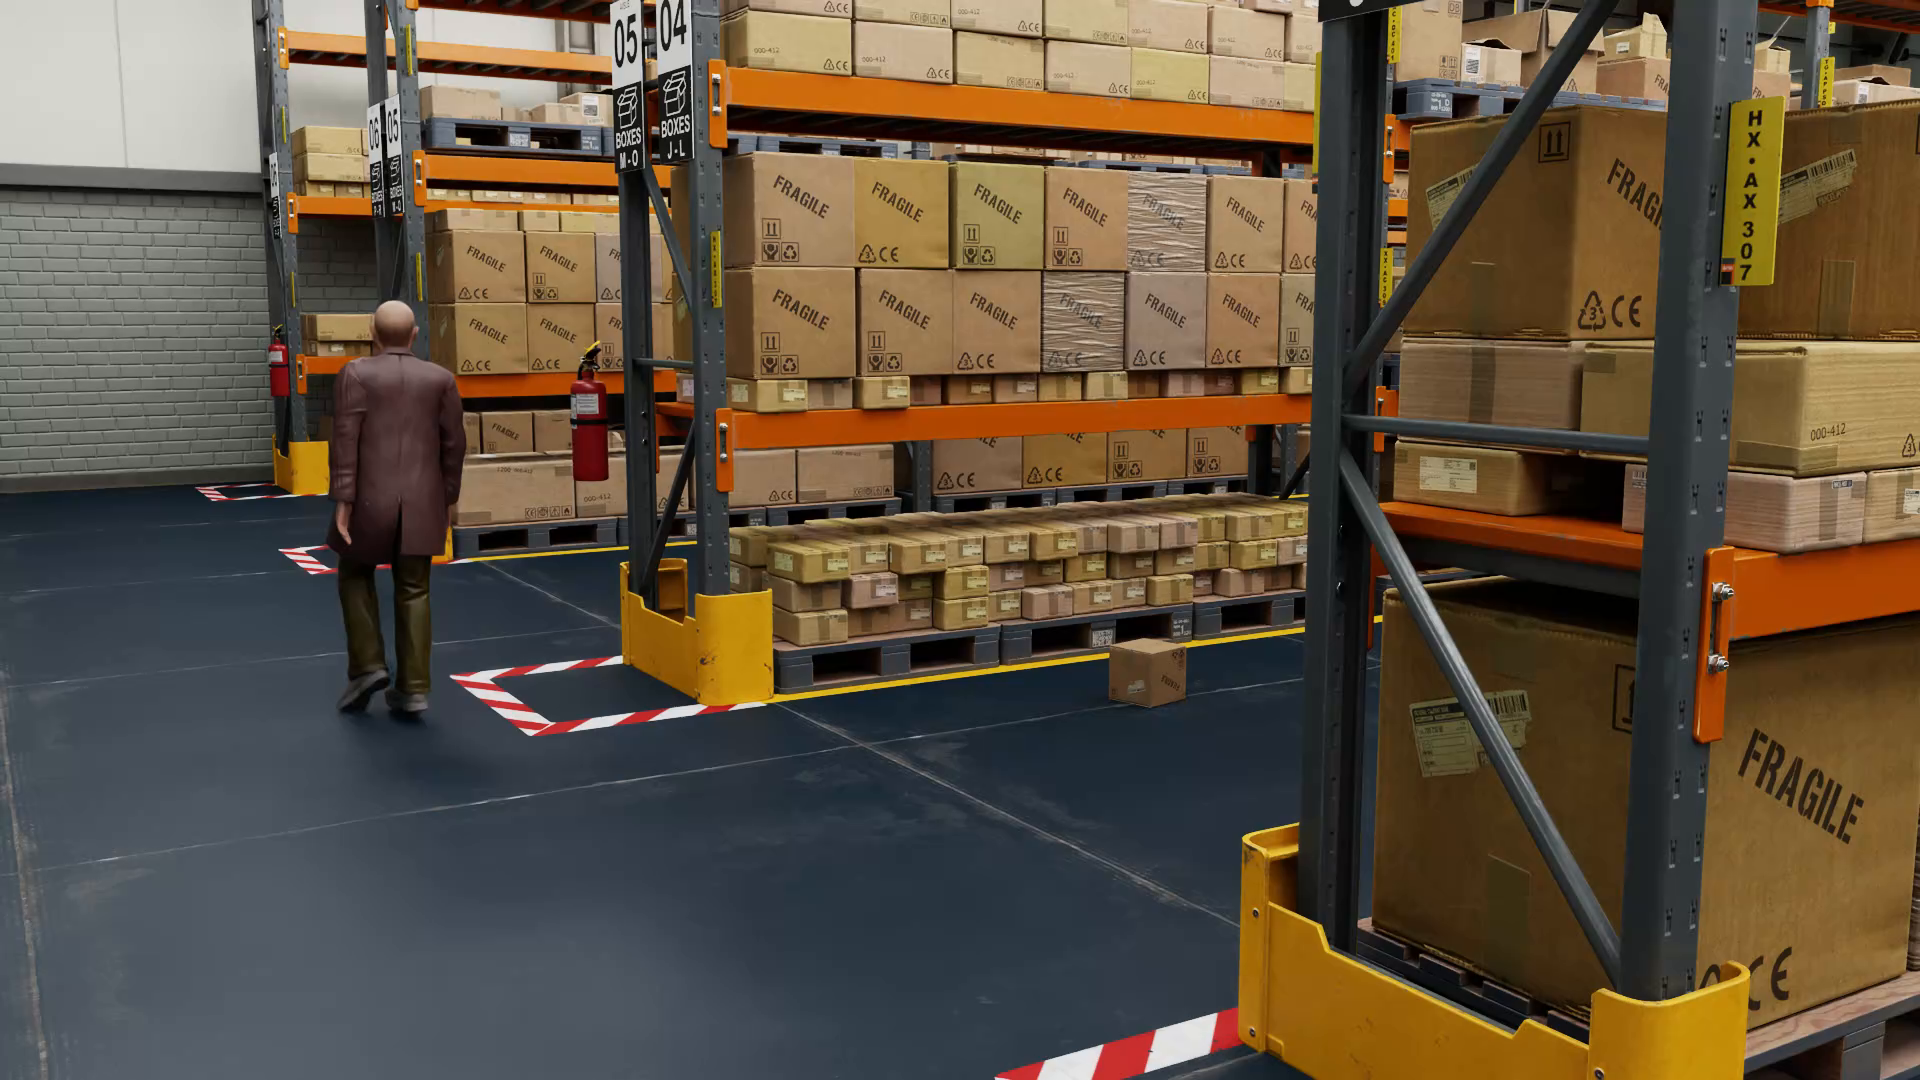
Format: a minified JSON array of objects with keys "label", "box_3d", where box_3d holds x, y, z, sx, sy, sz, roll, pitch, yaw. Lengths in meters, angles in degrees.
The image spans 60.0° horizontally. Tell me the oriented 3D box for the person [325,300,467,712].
[{"label":"person","box_3d":[-2.443,-0.121,7.253,0.611,1.831,0.555,-4,9,-29]}]
